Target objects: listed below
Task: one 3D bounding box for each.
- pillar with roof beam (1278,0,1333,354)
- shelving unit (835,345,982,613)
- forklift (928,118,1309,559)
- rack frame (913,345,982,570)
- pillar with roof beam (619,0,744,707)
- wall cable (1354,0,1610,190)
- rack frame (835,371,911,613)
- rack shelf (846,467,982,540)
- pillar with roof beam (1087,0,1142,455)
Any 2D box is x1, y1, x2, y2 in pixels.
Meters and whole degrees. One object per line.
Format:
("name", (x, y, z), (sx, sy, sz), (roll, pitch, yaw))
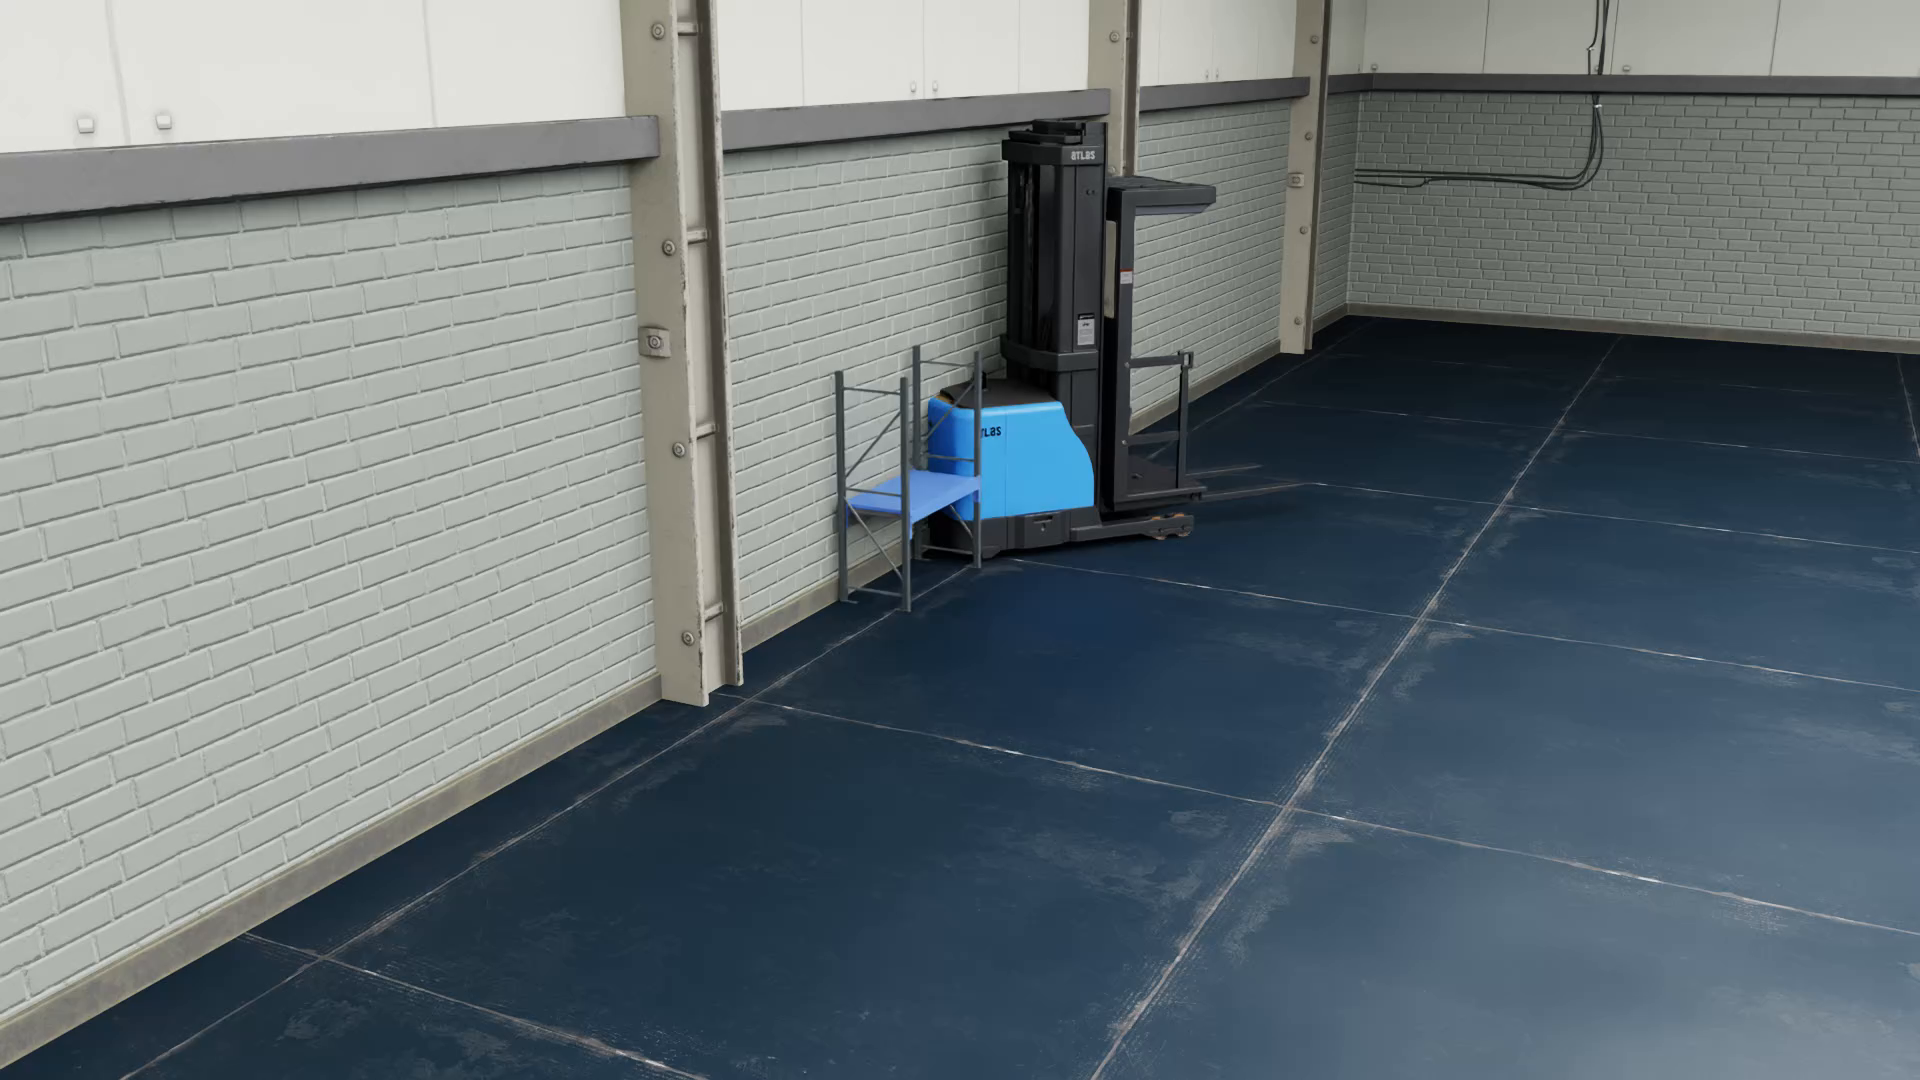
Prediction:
("pillar with roof beam", (7.777, -5.990, 16.388), (9.100, 9.000, 0.400), (8, 18, 25))
("shelving unit", (-0.315, -0.423, 10.815), (0.538, 1.500, 1.048), (8, 18, 25))
("forklift", (1.149, -1.535, 12.043), (3.031, 2.935, 1.130), (-7, 18, -23))
("rack frame", (-0.087, -0.553, 11.251), (0.500, 1.500, 0.032), (8, 18, 25))
("pillar with roof beam", (2.415, -2.934, 6.097), (9.100, 9.000, 0.400), (8, 18, 25))
("wall cable", (6.425, -5.632, 20.634), (3.097, 2.526, 0.112), (8, 18, 25))
("rack frame", (-0.542, -0.294, 10.379), (0.500, 1.500, 0.032), (8, 18, 25))
("rack shelf", (-0.315, -0.251, 10.867), (0.538, 0.185, 1.000), (8, 18, 25))
("pillar with roof beam", (5.096, -4.462, 11.243), (9.100, 9.000, 0.400), (8, 18, 25))
